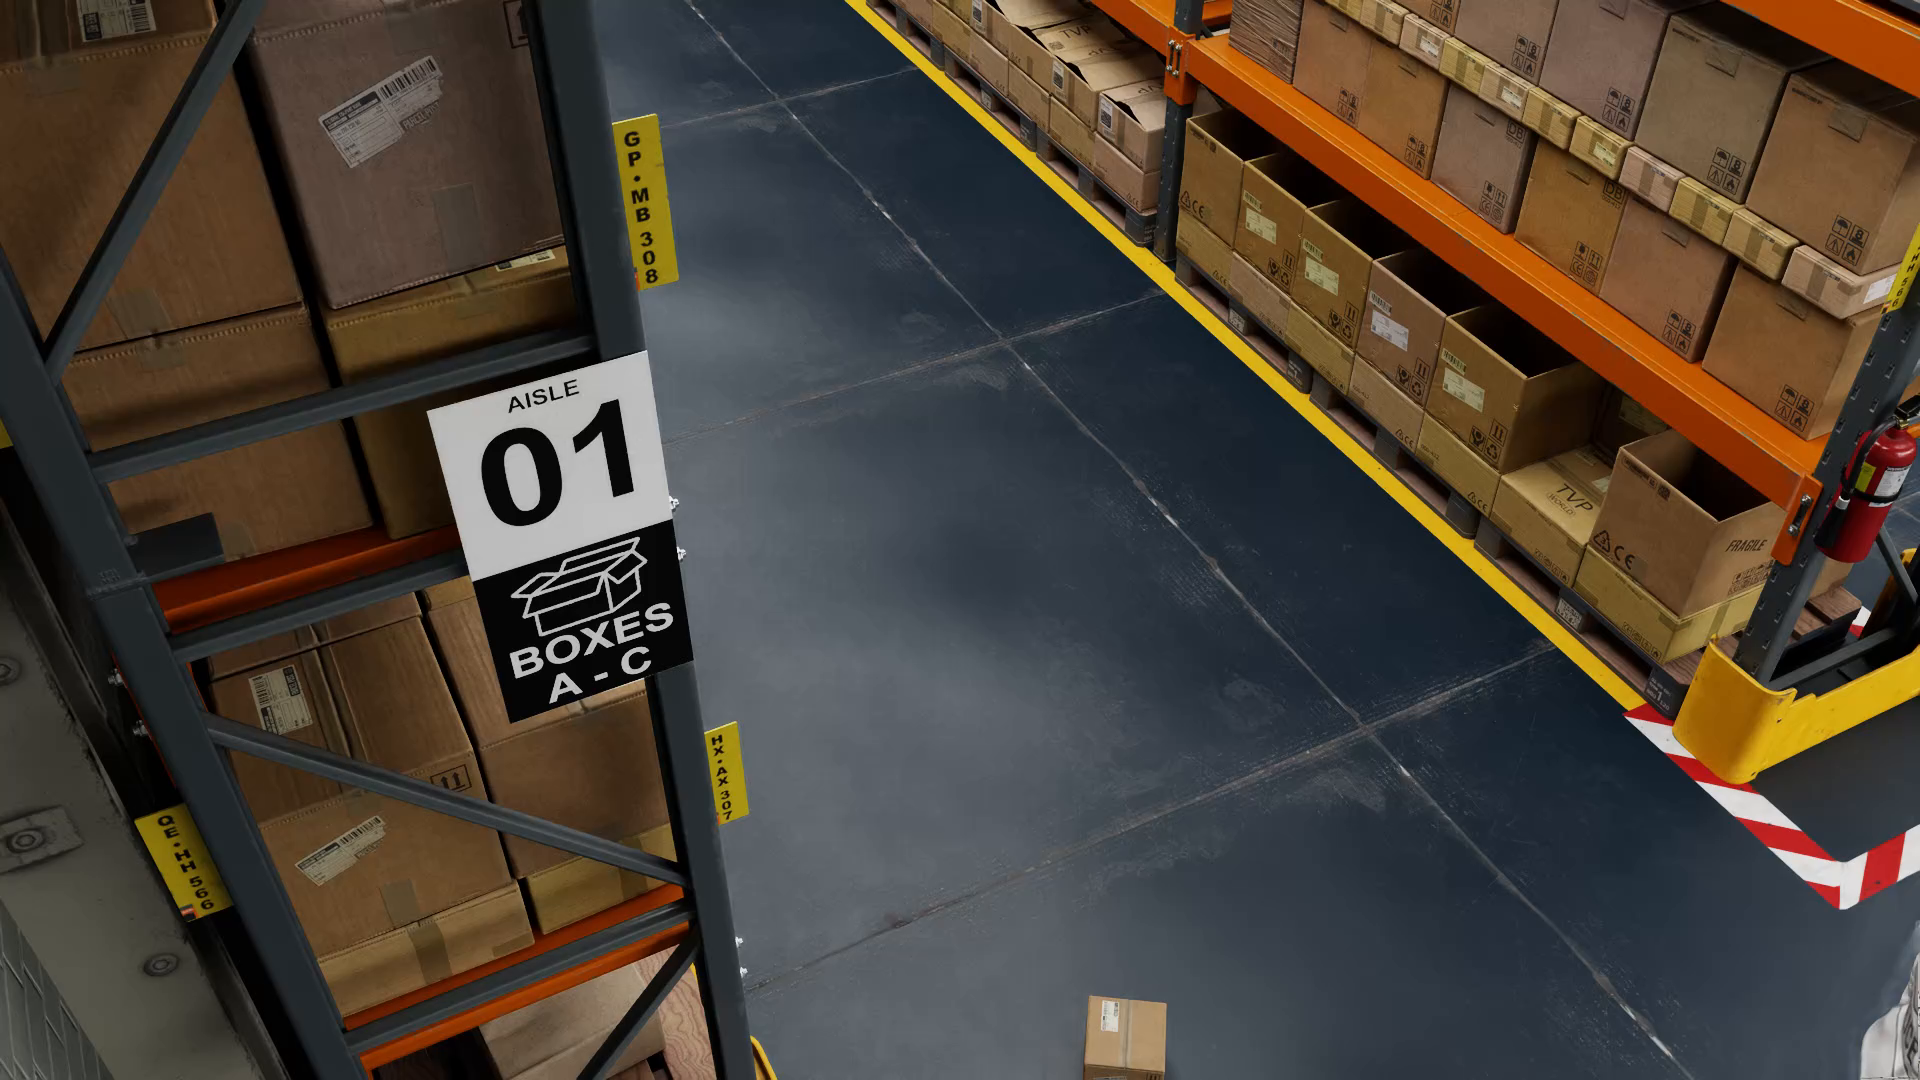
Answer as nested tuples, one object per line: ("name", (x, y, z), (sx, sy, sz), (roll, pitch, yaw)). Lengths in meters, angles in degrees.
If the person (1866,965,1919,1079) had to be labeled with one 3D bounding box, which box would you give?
("person", (2.544, 1.137, 4.179), (0.358, 0.808, 0.381), (17, 44, 19))
